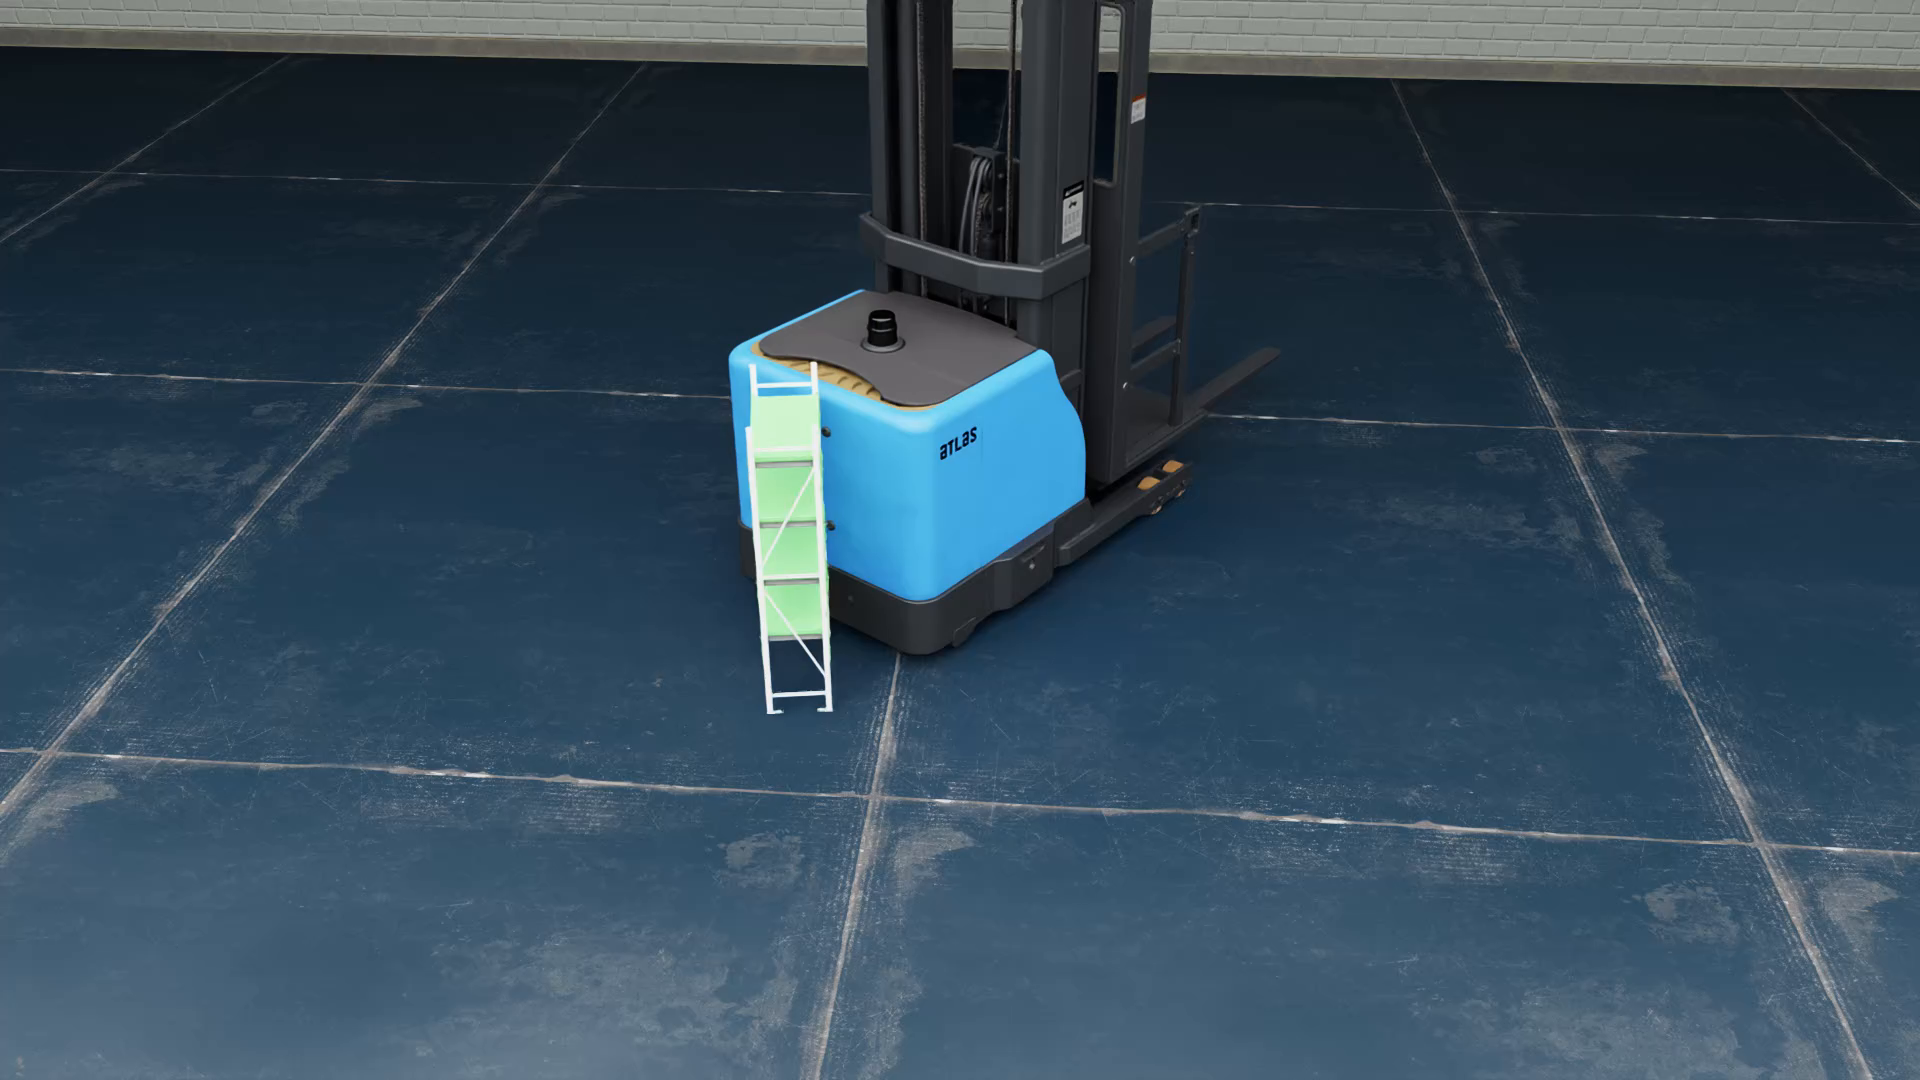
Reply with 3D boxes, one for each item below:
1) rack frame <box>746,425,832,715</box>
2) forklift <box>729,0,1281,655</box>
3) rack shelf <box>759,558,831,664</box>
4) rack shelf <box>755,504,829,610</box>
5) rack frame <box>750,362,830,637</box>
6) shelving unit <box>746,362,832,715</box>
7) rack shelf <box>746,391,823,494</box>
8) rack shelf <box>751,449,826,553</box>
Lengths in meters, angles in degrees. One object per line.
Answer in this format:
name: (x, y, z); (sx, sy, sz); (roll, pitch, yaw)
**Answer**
rack frame: (-0.598, 0.131, 5.893); (0.240, 1.200, 0.015); (-2, 32, -4)
forklift: (0.408, -1.511, 6.909); (1.130, 2.935, 3.031); (23, 38, 32)
rack shelf: (-0.617, 0.262, 6.260); (0.258, 0.148, 0.480); (-2, 32, -4)
rack shelf: (-0.617, 0.058, 6.134); (0.258, 0.148, 0.480); (-2, 32, -4)
rack frame: (-0.637, -0.124, 6.307); (0.240, 1.200, 0.015); (-2, 32, -4)
shelving unit: (-0.617, 0.004, 6.100); (0.258, 1.200, 0.503); (-2, 32, -4)
rack shelf: (-0.617, -0.351, 5.882); (0.258, 0.148, 0.480); (-2, 32, -4)
rack shelf: (-0.617, -0.146, 6.008); (0.258, 0.148, 0.480); (-2, 32, -4)
